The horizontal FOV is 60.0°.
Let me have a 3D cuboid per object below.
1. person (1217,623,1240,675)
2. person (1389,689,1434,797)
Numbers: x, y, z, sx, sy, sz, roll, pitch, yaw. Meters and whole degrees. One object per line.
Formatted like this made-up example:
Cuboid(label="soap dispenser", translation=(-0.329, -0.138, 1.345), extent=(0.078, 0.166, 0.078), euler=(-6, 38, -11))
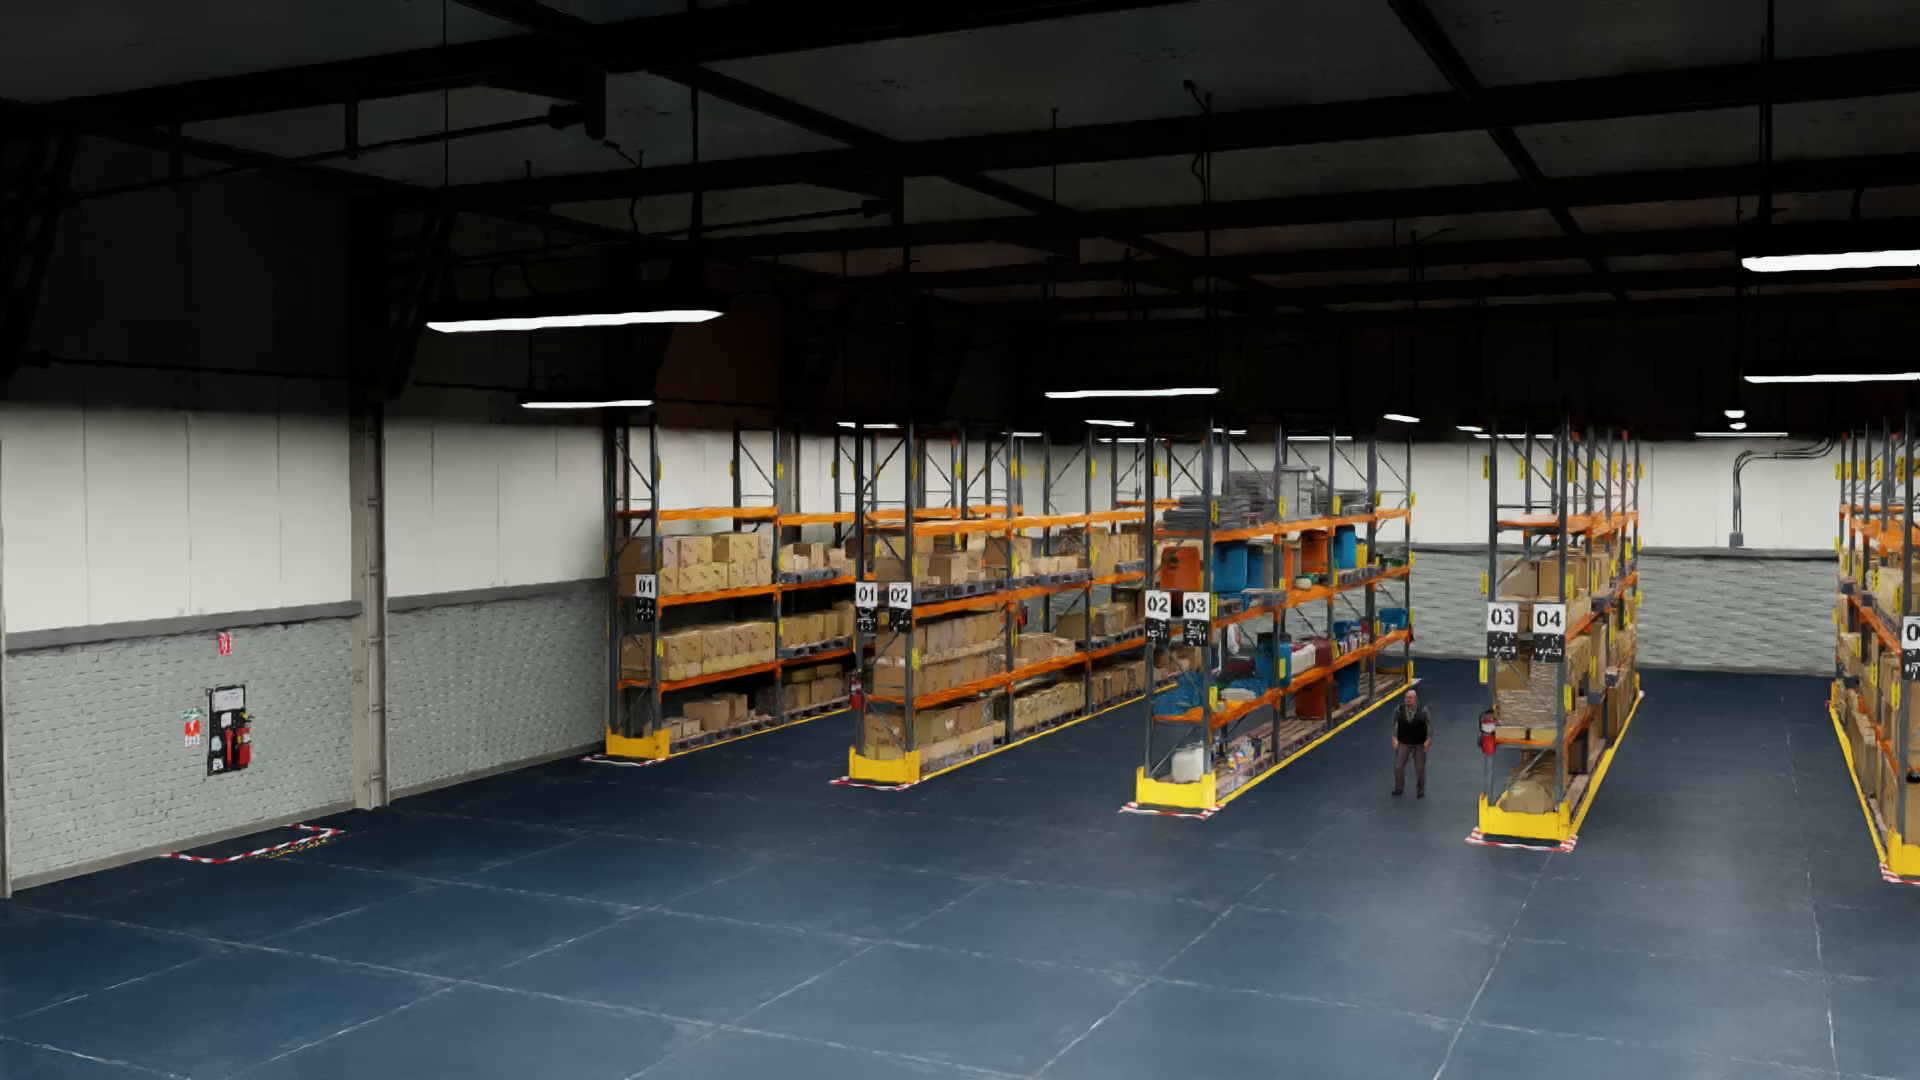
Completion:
Cuboid(label="person", translation=(6.375, 2.472, 39.495), extent=(0.550, 1.709, 1.128), euler=(1, 3, 23))
Cuboid(label="person", translation=(6.900, 3.102, 25.413), extent=(0.677, 1.674, 0.534), euler=(1, 3, 24))
